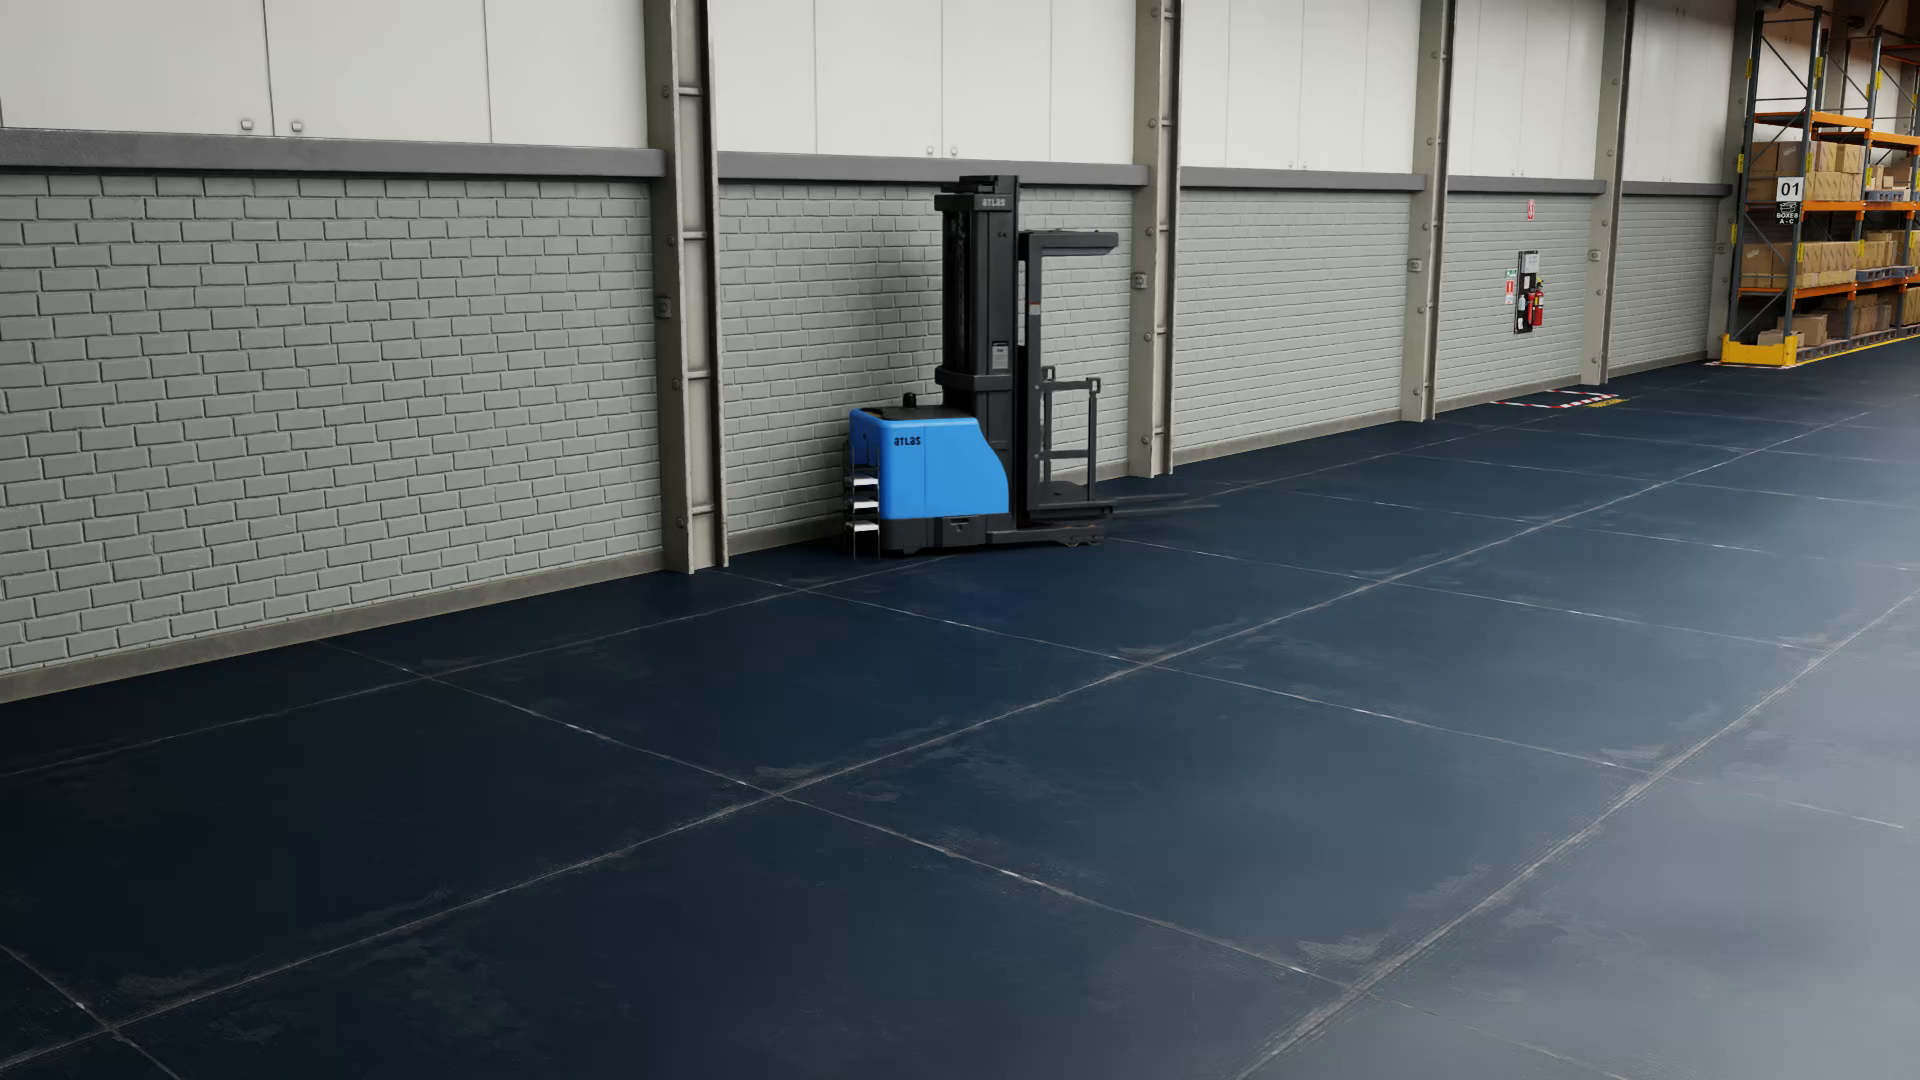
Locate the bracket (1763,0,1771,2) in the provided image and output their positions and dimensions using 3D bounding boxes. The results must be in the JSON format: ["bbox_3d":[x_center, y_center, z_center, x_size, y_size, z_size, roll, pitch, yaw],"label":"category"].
[{"bbox_3d":[13.823,-9.395,28.586,0.235,0.232,0.430,10,15,40],"label":"bracket"}]

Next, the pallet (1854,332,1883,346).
[{"bbox_3d":[17.977,-4.097,33.683,1.003,0.211,1.213,10,15,40],"label":"pallet"}]

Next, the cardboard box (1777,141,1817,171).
[{"bbox_3d":[14.455,-6.626,28.709,0.500,0.500,0.500,8,14,36],"label":"cardboard box"}]

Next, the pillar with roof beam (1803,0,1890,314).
[{"bbox_3d":[21.025,-8.063,31.107,9.100,9.000,0.548,10,15,40],"label":"pillar with roof beam"}]

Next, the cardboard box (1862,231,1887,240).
[{"bbox_3d":[19.404,-6.430,35.266,0.500,0.250,0.500,10,15,42],"label":"cardboard box"}]

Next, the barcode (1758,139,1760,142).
[{"bbox_3d":[14.111,-7.054,29.372,0.001,0.075,0.075,10,15,40],"label":"barcode"}]

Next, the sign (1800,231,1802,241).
[{"bbox_3d":[16.239,-5.808,32.175,0.100,0.325,0.005,10,15,40],"label":"sign"}]

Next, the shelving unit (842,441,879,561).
[{"bbox_3d":[-0.771,-0.305,12.941,0.210,0.900,0.258,-5,12,-23],"label":"shelving unit"}]

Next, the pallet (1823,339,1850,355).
[{"bbox_3d":[16.242,-3.698,31.688,1.003,0.211,1.213,10,15,40],"label":"pallet"}]

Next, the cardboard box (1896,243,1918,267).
[{"bbox_3d":[19.812,-6.001,35.030,0.500,0.500,0.500,10,15,42],"label":"cardboard box"}]

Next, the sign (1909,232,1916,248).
[{"bbox_3d":[19.713,-6.218,34.429,0.100,0.325,0.005,10,15,40],"label":"sign"}]

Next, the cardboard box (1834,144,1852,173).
[{"bbox_3d":[15.841,-6.920,30.182,0.500,0.500,0.500,9,14,38],"label":"cardboard box"}]

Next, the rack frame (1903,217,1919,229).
[{"bbox_3d":[21.939,-6.346,37.825,1.000,3.000,0.127,10,15,40],"label":"rack frame"}]

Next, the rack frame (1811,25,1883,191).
[{"bbox_3d":[16.659,-8.111,31.345,1.000,3.000,0.127,10,15,40],"label":"rack frame"}]

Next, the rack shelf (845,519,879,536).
[{"bbox_3d":[-0.771,-0.096,12.983,0.200,0.077,0.258,-5,12,-23],"label":"rack shelf"}]

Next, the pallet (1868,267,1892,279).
[{"bbox_3d":[18.023,-5.367,33.413,1.003,0.211,1.213,10,15,40],"label":"pallet"}]

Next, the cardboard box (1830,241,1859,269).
[{"bbox_3d":[16.579,-5.363,31.323,0.500,0.500,0.500,10,15,40],"label":"cardboard box"}]

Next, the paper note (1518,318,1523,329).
[{"bbox_3d":[8.041,-3.105,23.846,0.016,0.148,0.142,10,15,40],"label":"paper note"}]

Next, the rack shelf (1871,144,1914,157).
[{"bbox_3d":[20.619,-8.445,35.874,1.077,0.370,4.000,10,15,40],"label":"rack shelf"}]

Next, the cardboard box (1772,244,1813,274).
[{"bbox_3d":[14.559,-4.916,29.082,0.500,0.500,0.500,10,15,40],"label":"cardboard box"}]

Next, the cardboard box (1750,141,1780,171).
[{"bbox_3d":[14.106,-6.698,29.069,0.500,0.500,0.500,11,15,43],"label":"cardboard box"}]

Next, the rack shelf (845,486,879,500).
[{"bbox_3d":[-0.771,-0.361,12.930,0.200,0.077,0.258,-5,12,-23],"label":"rack shelf"}]

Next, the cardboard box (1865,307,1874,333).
[{"bbox_3d":[18.129,-4.497,33.828,0.700,0.500,0.500,10,15,40],"label":"cardboard box"}]

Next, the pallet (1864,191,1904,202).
[{"bbox_3d":[17.828,-6.778,32.809,1.213,0.211,1.003,10,15,40],"label":"pallet"}]

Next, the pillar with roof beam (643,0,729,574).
[{"bbox_3d":[1.222,-3.650,9.008,9.100,9.000,0.400,10,15,40],"label":"pillar with roof beam"}]

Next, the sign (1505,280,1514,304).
[{"bbox_3d":[7.767,-3.503,23.502,0.001,0.329,0.234,10,15,40],"label":"sign"}]

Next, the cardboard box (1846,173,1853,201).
[{"bbox_3d":[16.167,-6.520,30.730,0.500,0.500,0.500,8,14,36],"label":"cardboard box"}]

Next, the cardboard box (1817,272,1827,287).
[{"bbox_3d":[15.252,-4.700,29.915,0.500,0.250,0.500,9,15,39],"label":"cardboard box"}]

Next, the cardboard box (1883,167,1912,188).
[{"bbox_3d":[19.570,-7.571,34.920,0.700,0.500,0.500,8,14,36],"label":"cardboard box"}]

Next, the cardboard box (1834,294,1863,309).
[{"bbox_3d":[17.761,-4.779,33.326,0.500,0.250,0.500,9,15,39],"label":"cardboard box"}]

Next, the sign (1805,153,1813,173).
[{"bbox_3d":[14.426,-6.410,28.255,0.100,0.325,0.005,10,15,40],"label":"sign"}]

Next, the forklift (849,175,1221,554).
[{"bbox_3d":[0.656,-1.474,13.606,3.031,2.935,1.130,-4,12,-18],"label":"forklift"}]

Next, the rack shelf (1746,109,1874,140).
[{"bbox_3d":[15.338,-7.462,29.942,1.077,0.370,4.000,10,15,40],"label":"rack shelf"}]

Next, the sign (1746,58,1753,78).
[{"bbox_3d":[13.615,-8.133,28.665,0.100,0.325,0.005,10,15,40],"label":"sign"}]

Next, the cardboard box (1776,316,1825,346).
[{"bbox_3d":[15.441,-3.846,30.567,0.700,0.500,0.500,9,14,37],"label":"cardboard box"}]

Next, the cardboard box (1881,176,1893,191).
[{"bbox_3d":[18.374,-7.110,33.678,0.637,0.503,0.797,-10,15,-40],"label":"cardboard box"}]

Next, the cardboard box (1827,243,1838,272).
[{"bbox_3d":[15.570,-5.140,30.204,0.500,0.500,0.500,10,15,42],"label":"cardboard box"}]

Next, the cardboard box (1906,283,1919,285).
[{"bbox_3d":[21.608,-5.385,37.432,0.750,0.750,0.750,10,15,41],"label":"cardboard box"}]

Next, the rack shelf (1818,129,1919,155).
[{"bbox_3d":[17.979,-7.856,32.927,1.077,0.370,4.000,10,15,40],"label":"rack shelf"}]

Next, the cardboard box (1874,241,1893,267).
[{"bbox_3d":[18.648,-5.866,34.044,0.700,0.500,0.500,8,14,35],"label":"cardboard box"}]

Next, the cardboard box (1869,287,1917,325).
[{"bbox_3d":[19.883,-5.000,35.505,0.750,0.750,0.750,10,15,40],"label":"cardboard box"}]

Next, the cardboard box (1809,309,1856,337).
[{"bbox_3d":[17.132,-4.269,32.687,0.700,0.500,0.500,10,15,42],"label":"cardboard box"}]

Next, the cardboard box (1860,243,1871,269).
[{"bbox_3d":[17.394,-5.585,32.639,0.500,0.500,0.700,-10,15,-42],"label":"cardboard box"}]

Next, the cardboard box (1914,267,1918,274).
[{"bbox_3d":[20.102,-5.727,35.315,0.380,0.149,0.250,10,15,42],"label":"cardboard box"}]

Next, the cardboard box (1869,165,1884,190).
[{"bbox_3d":[17.894,-7.146,32.847,0.500,0.500,0.500,9,14,38],"label":"cardboard box"}]

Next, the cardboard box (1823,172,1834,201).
[{"bbox_3d":[15.148,-6.278,29.522,0.500,0.500,0.500,11,16,43],"label":"cardboard box"}]

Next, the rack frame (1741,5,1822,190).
[{"bbox_3d":[14.018,-7.522,28.398,1.000,3.000,0.127,10,15,40],"label":"rack frame"}]

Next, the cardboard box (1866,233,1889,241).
[{"bbox_3d":[18.893,-6.236,34.242,0.380,0.149,0.250,7,13,31],"label":"cardboard box"}]

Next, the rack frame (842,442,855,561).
[{"bbox_3d":[-0.865,-0.297,12.902,0.006,0.900,0.240,-5,12,-23],"label":"rack frame"}]

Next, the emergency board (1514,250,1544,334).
[{"bbox_3d":[8.210,-3.554,23.846,0.194,1.169,0.643,10,15,40],"label":"emergency board"}]

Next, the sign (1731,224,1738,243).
[{"bbox_3d":[13.614,-5.378,29.215,0.100,0.325,0.005,10,15,40],"label":"sign"}]

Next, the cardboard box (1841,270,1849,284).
[{"bbox_3d":[16.239,-4.924,31.038,0.500,0.250,0.500,10,15,41],"label":"cardboard box"}]

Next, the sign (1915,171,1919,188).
[{"bbox_3d":[19.705,-7.411,34.181,0.100,0.325,0.005,10,15,40],"label":"sign"}]
